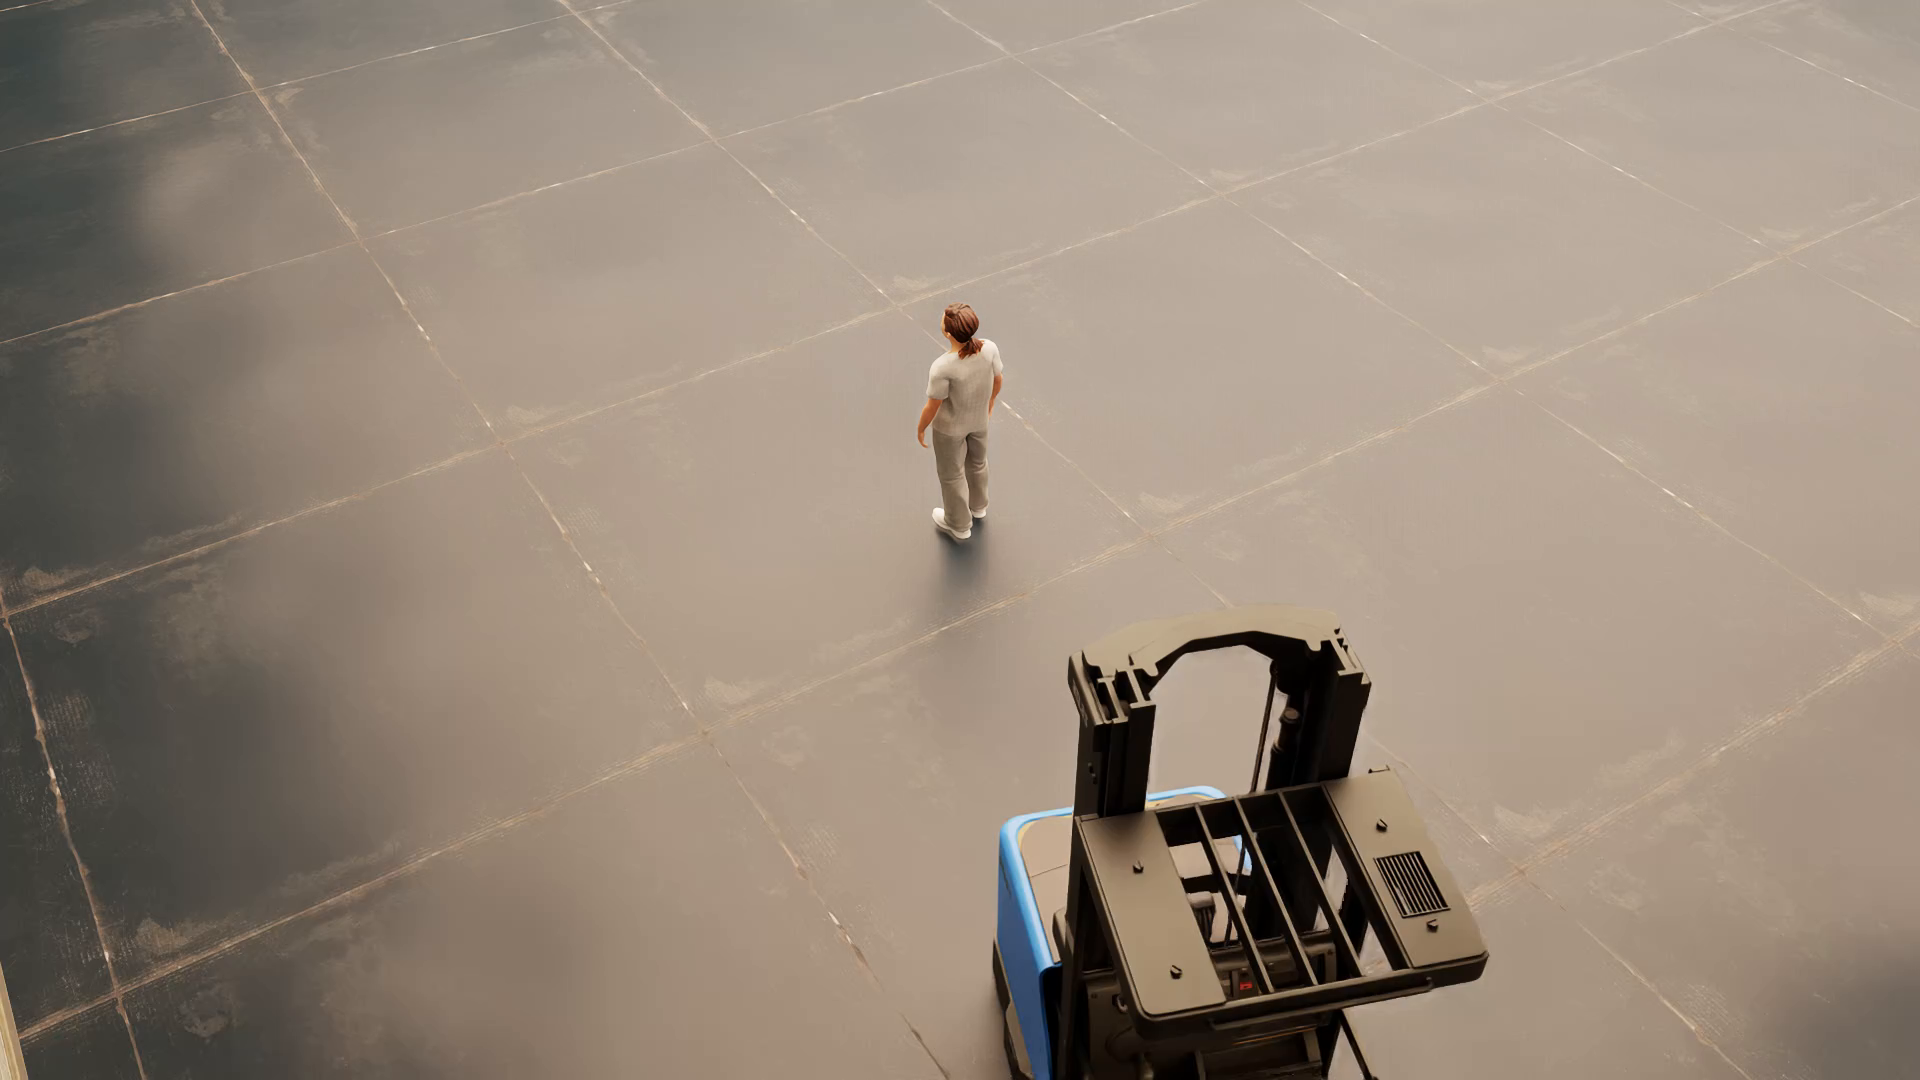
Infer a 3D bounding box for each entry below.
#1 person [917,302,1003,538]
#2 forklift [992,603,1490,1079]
[{"bbox_3d":[-0.028,-0.712,9.568,0.549,1.672,0.547,-23,46,-24],"label":"person"},{"bbox_3d":[0.956,1.780,5.834,1.130,2.935,3.031,-8,42,-9],"label":"forklift"}]
